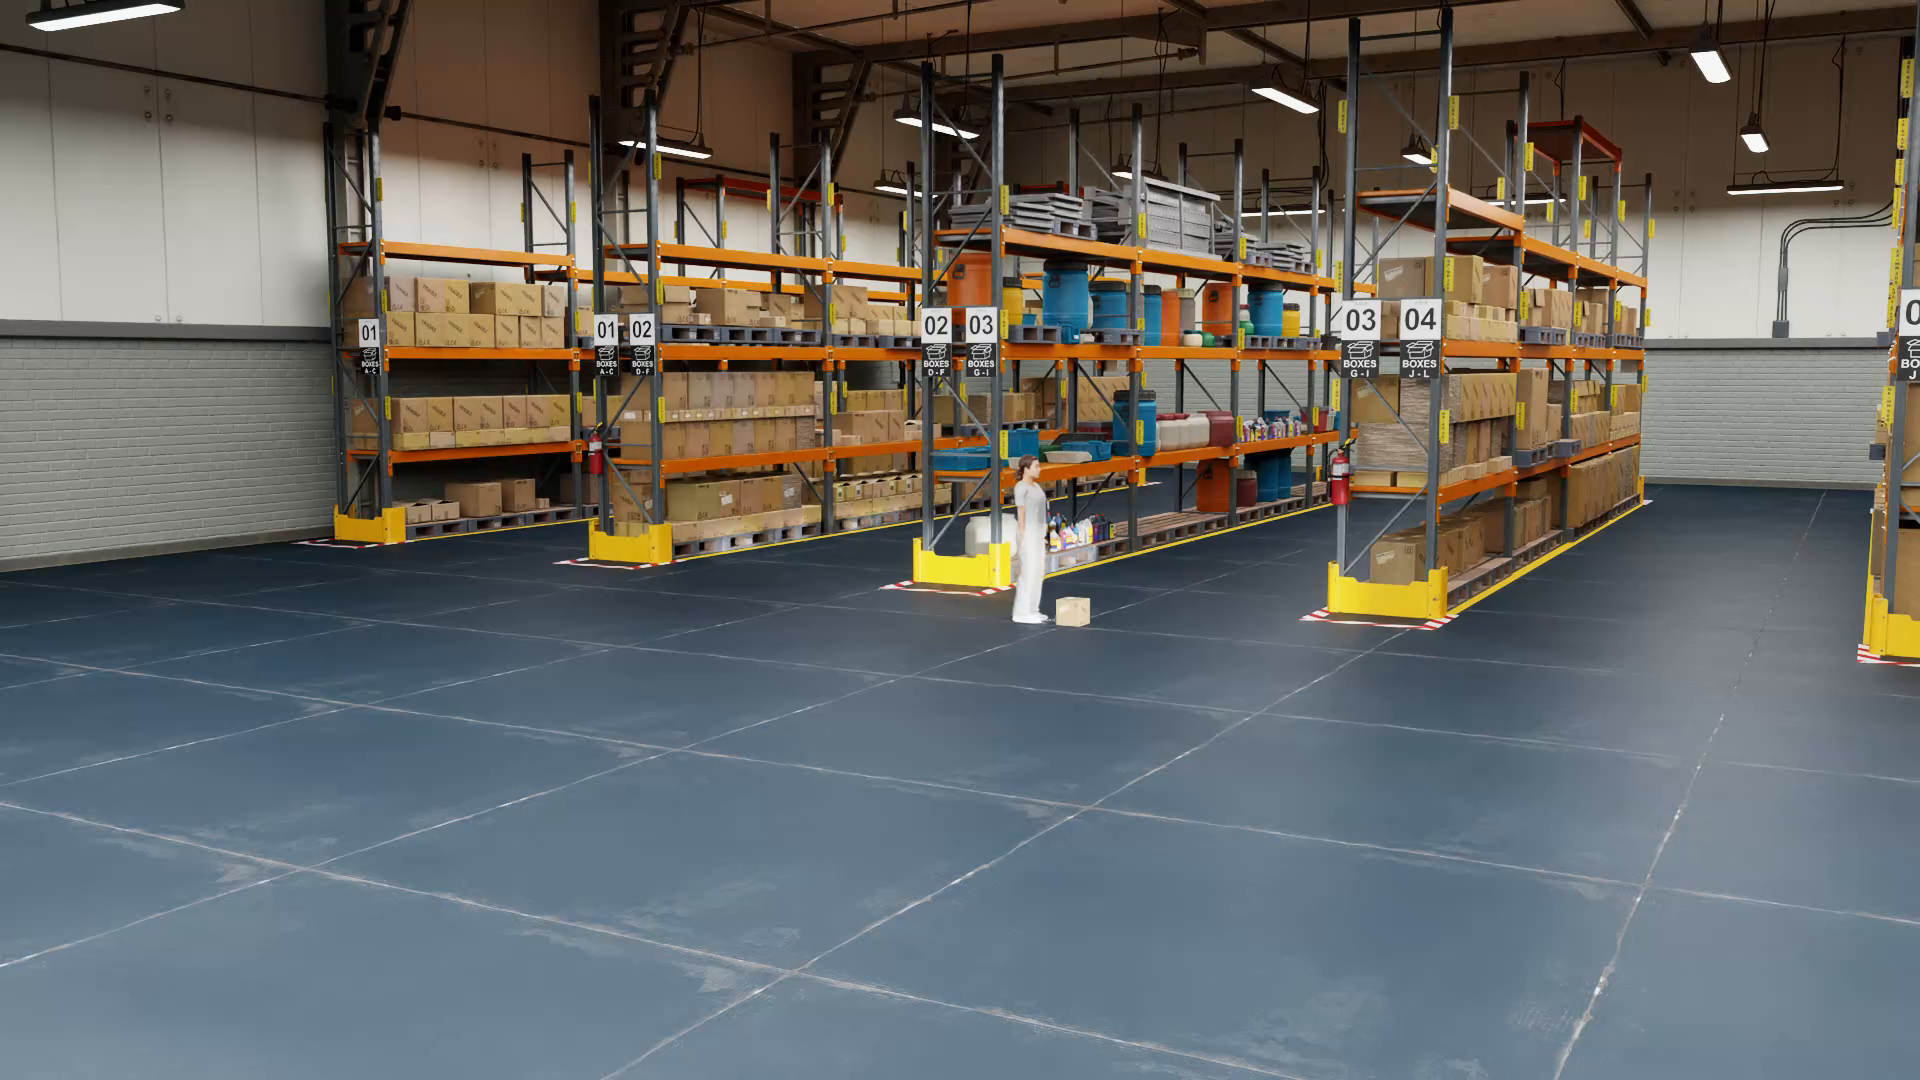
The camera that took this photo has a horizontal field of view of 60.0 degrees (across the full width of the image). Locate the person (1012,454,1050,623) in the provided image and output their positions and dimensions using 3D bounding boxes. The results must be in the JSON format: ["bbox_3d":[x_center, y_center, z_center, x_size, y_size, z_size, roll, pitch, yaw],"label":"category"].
[{"bbox_3d":[0.698,-0.017,16.568,0.369,1.673,0.435,3,7,30],"label":"person"}]
